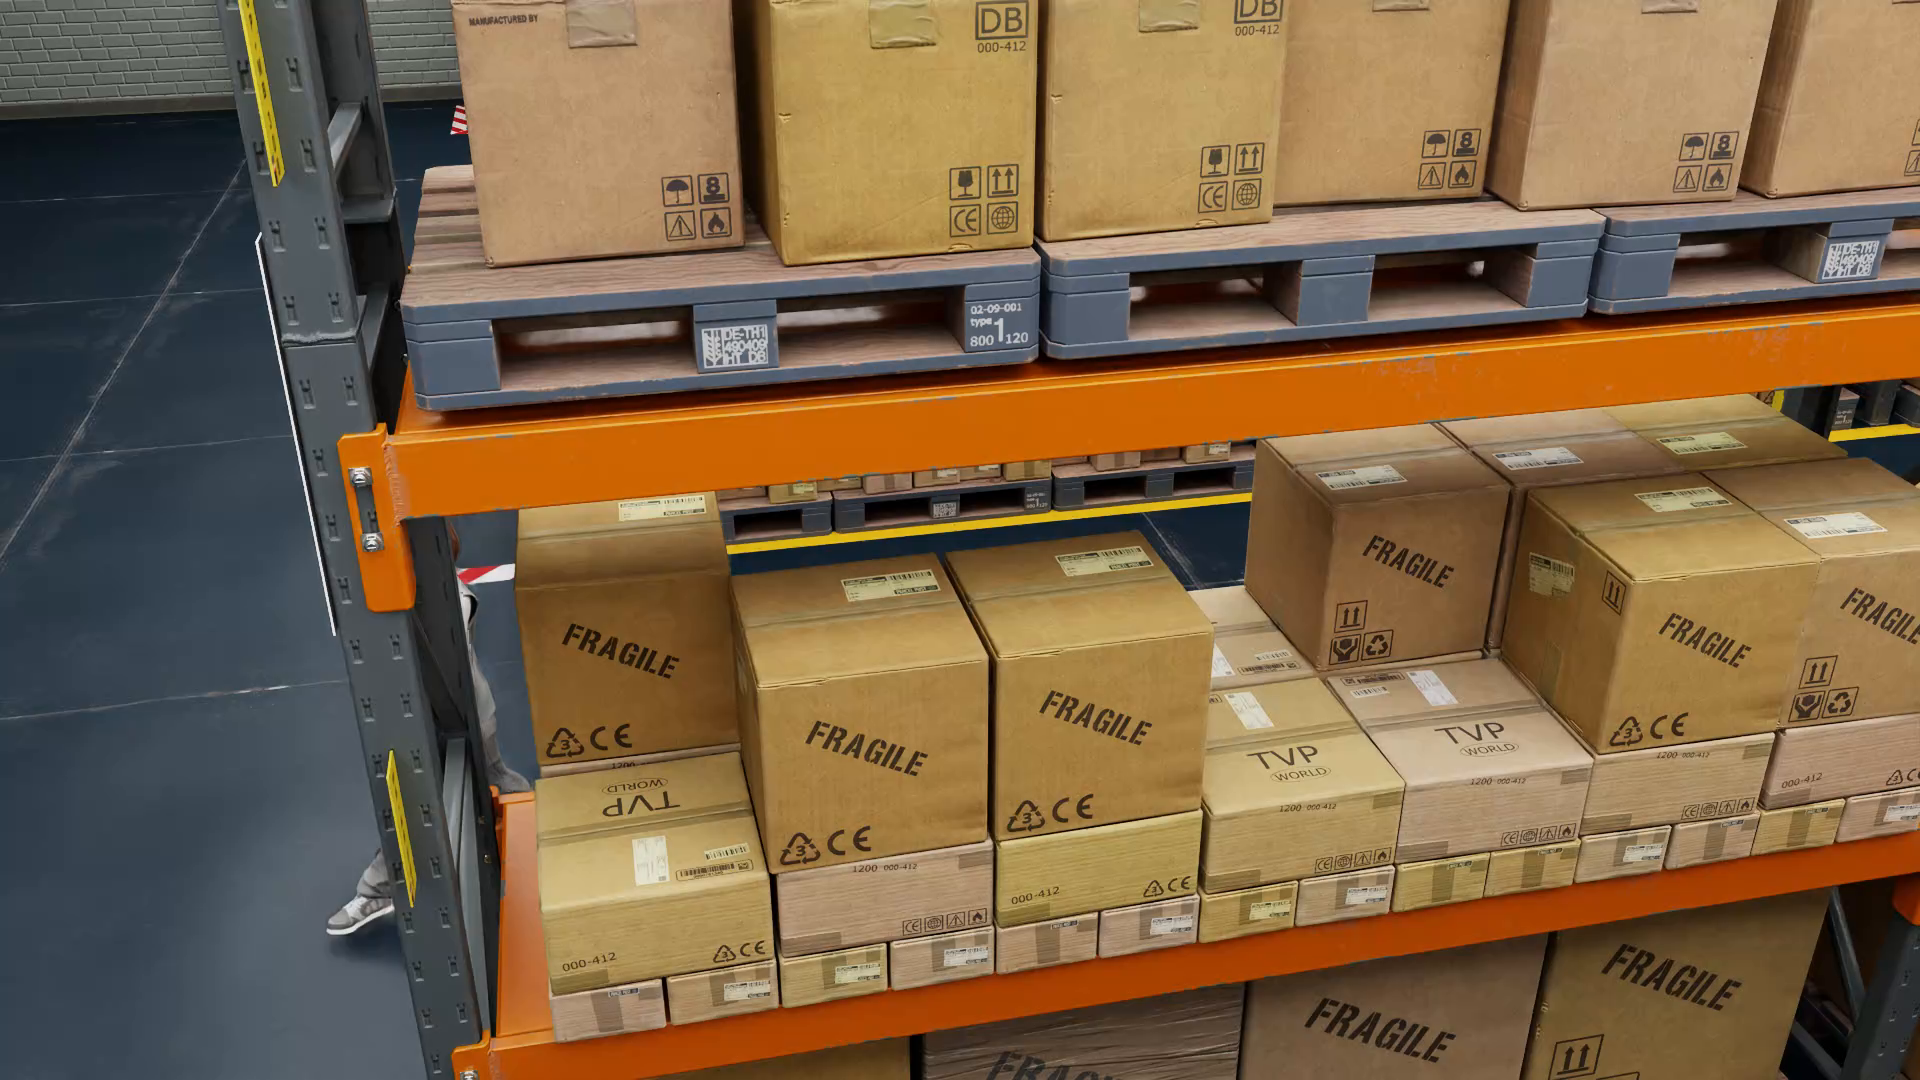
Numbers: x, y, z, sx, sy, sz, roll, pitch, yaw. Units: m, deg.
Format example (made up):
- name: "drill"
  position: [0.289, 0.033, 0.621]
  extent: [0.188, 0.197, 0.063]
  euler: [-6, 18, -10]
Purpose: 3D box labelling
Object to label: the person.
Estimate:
- name: "person"
  position: [-1.876, 0.640, 5.852]
  extent: [0.423, 1.551, 0.899]
  euler: [23, 35, 38]
